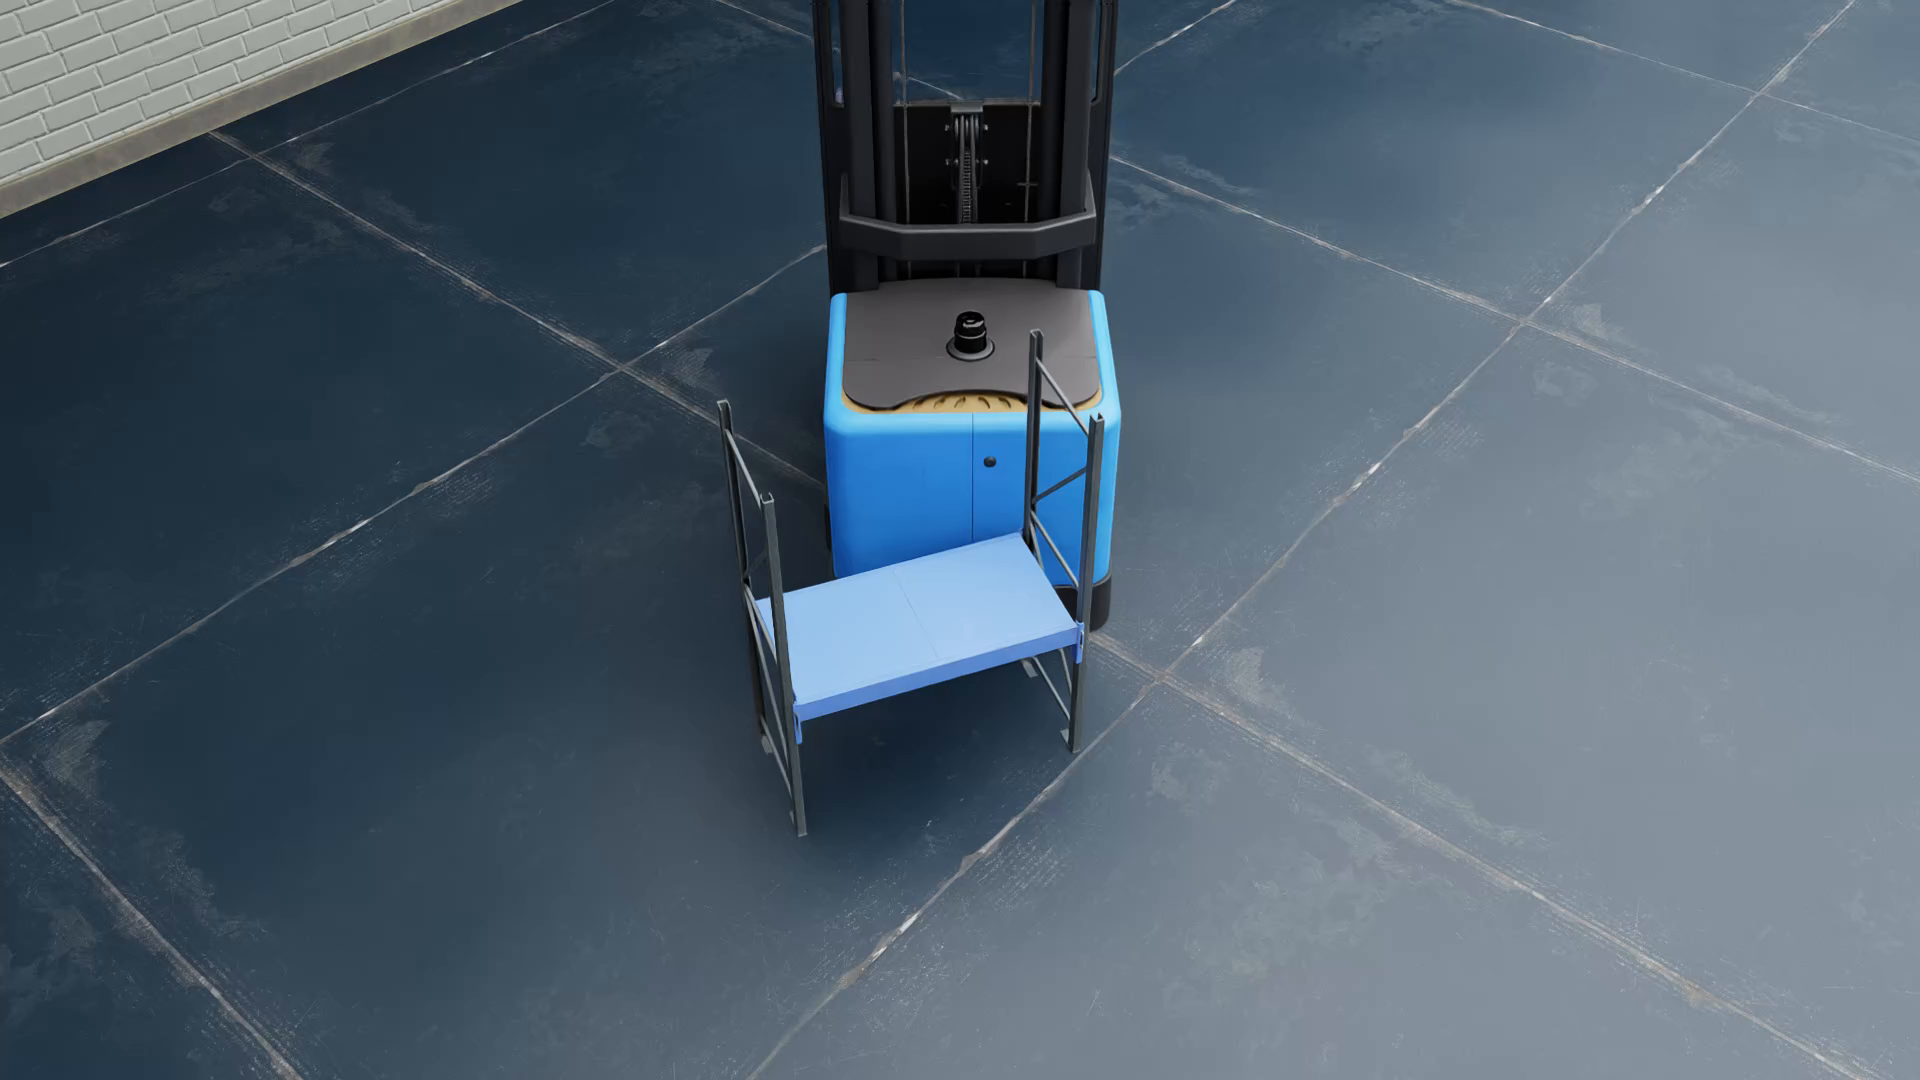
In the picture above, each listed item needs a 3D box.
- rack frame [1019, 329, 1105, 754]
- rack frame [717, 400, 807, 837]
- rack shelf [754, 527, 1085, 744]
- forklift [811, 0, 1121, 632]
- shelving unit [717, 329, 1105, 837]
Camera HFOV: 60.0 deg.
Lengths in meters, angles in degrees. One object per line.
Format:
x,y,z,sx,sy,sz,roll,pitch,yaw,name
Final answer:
0.325,0.047,5.584,0.032,1.500,0.500,-15,44,-16,rack frame
-0.623,0.294,5.312,0.032,1.500,0.500,-15,44,-16,rack frame
-0.149,0.303,5.569,1.000,0.185,0.538,-15,44,-16,rack shelf
0.013,-1.694,6.434,1.130,2.935,3.031,-1,42,-1,forklift
-0.149,0.170,5.448,1.048,1.500,0.538,-15,44,-16,shelving unit
